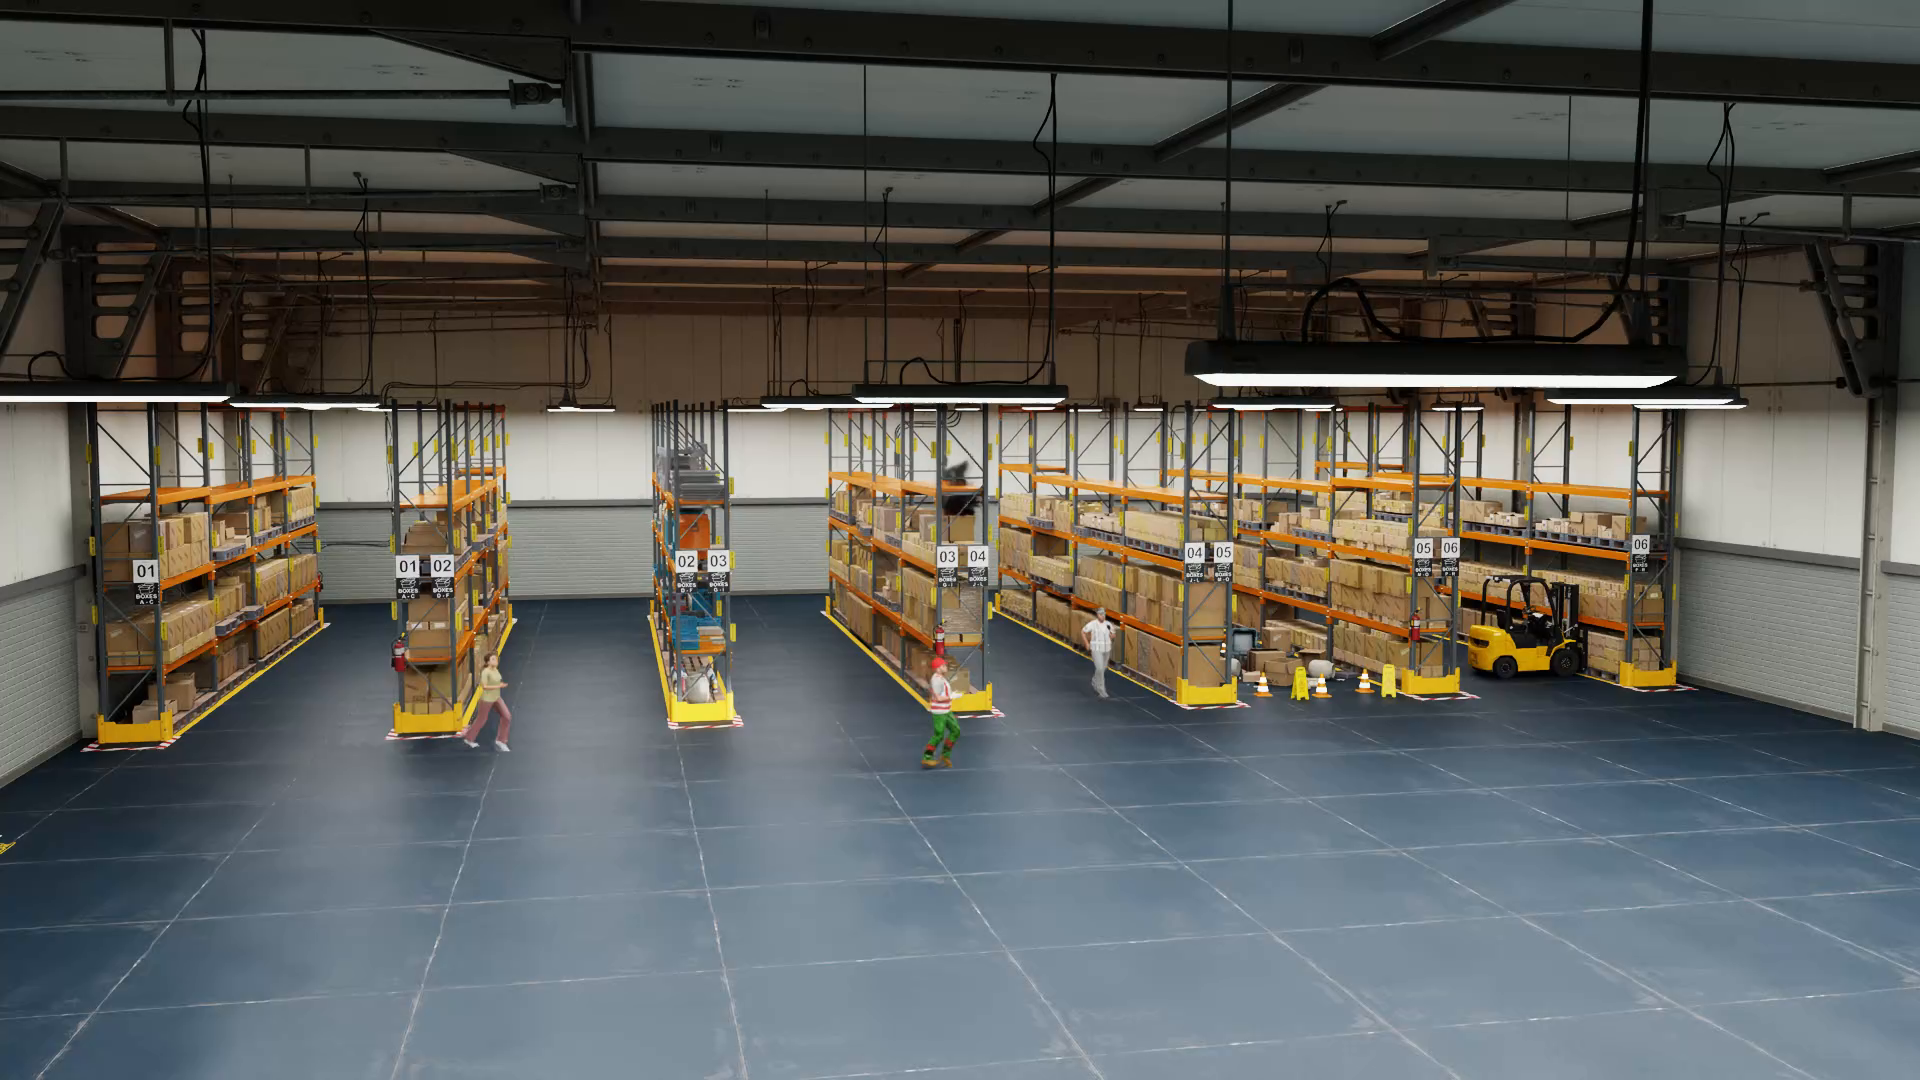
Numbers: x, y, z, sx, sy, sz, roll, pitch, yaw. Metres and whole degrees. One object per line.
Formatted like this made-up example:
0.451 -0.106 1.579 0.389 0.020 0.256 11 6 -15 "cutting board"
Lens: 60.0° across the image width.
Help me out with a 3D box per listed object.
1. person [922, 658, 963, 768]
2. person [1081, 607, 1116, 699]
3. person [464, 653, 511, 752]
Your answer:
-0.270 2.808 26.881 0.694 1.823 0.631 1 4 12 "person"
2.870 2.271 33.918 0.646 1.822 0.870 -2 5 -27 "person"
-8.029 2.760 28.303 0.862 1.710 0.580 2 5 21 "person"
